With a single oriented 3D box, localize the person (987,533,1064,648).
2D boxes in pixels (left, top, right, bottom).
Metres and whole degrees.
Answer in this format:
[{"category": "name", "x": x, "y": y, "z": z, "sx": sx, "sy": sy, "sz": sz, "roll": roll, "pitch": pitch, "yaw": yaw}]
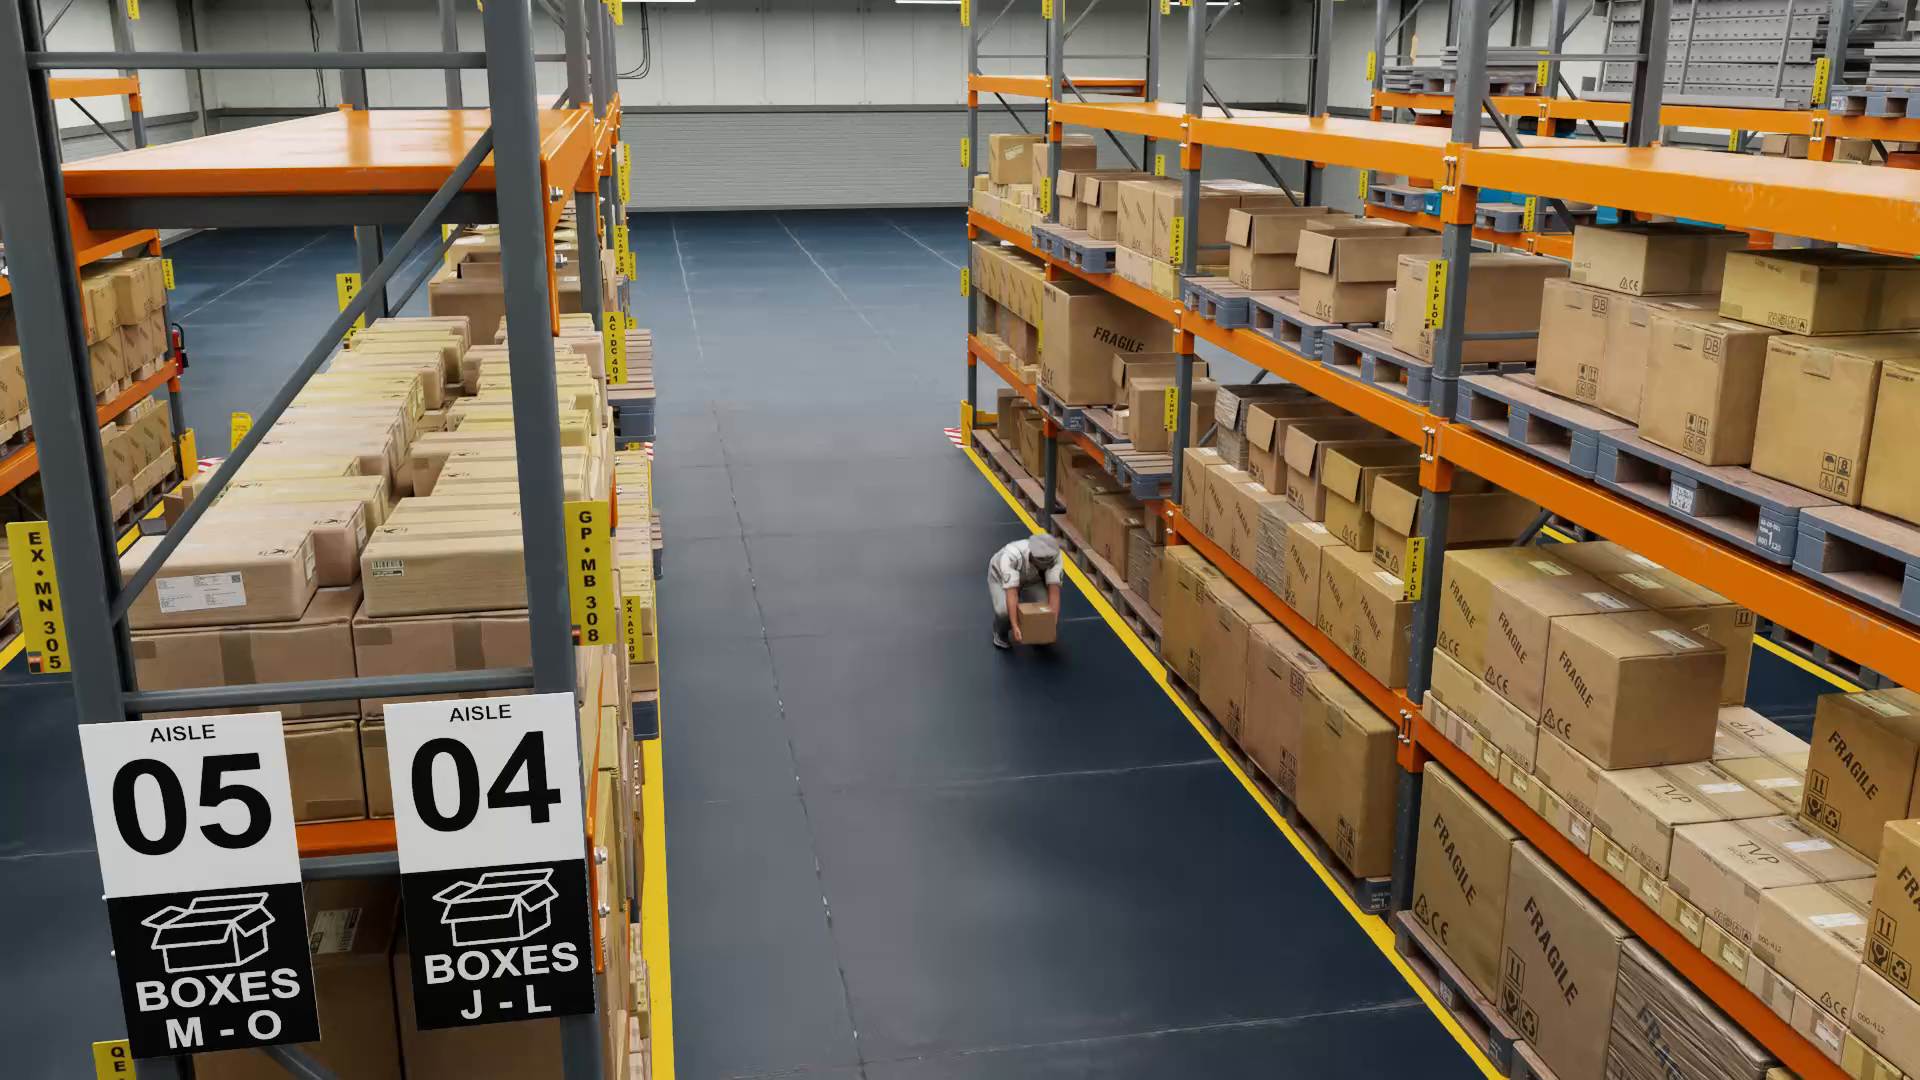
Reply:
[{"category": "person", "x": 0.517, "y": 0.369, "z": 13.086, "sx": 0.533, "sy": 1.022, "sz": 0.932, "roll": -3, "pitch": 17, "yaw": -12}]
